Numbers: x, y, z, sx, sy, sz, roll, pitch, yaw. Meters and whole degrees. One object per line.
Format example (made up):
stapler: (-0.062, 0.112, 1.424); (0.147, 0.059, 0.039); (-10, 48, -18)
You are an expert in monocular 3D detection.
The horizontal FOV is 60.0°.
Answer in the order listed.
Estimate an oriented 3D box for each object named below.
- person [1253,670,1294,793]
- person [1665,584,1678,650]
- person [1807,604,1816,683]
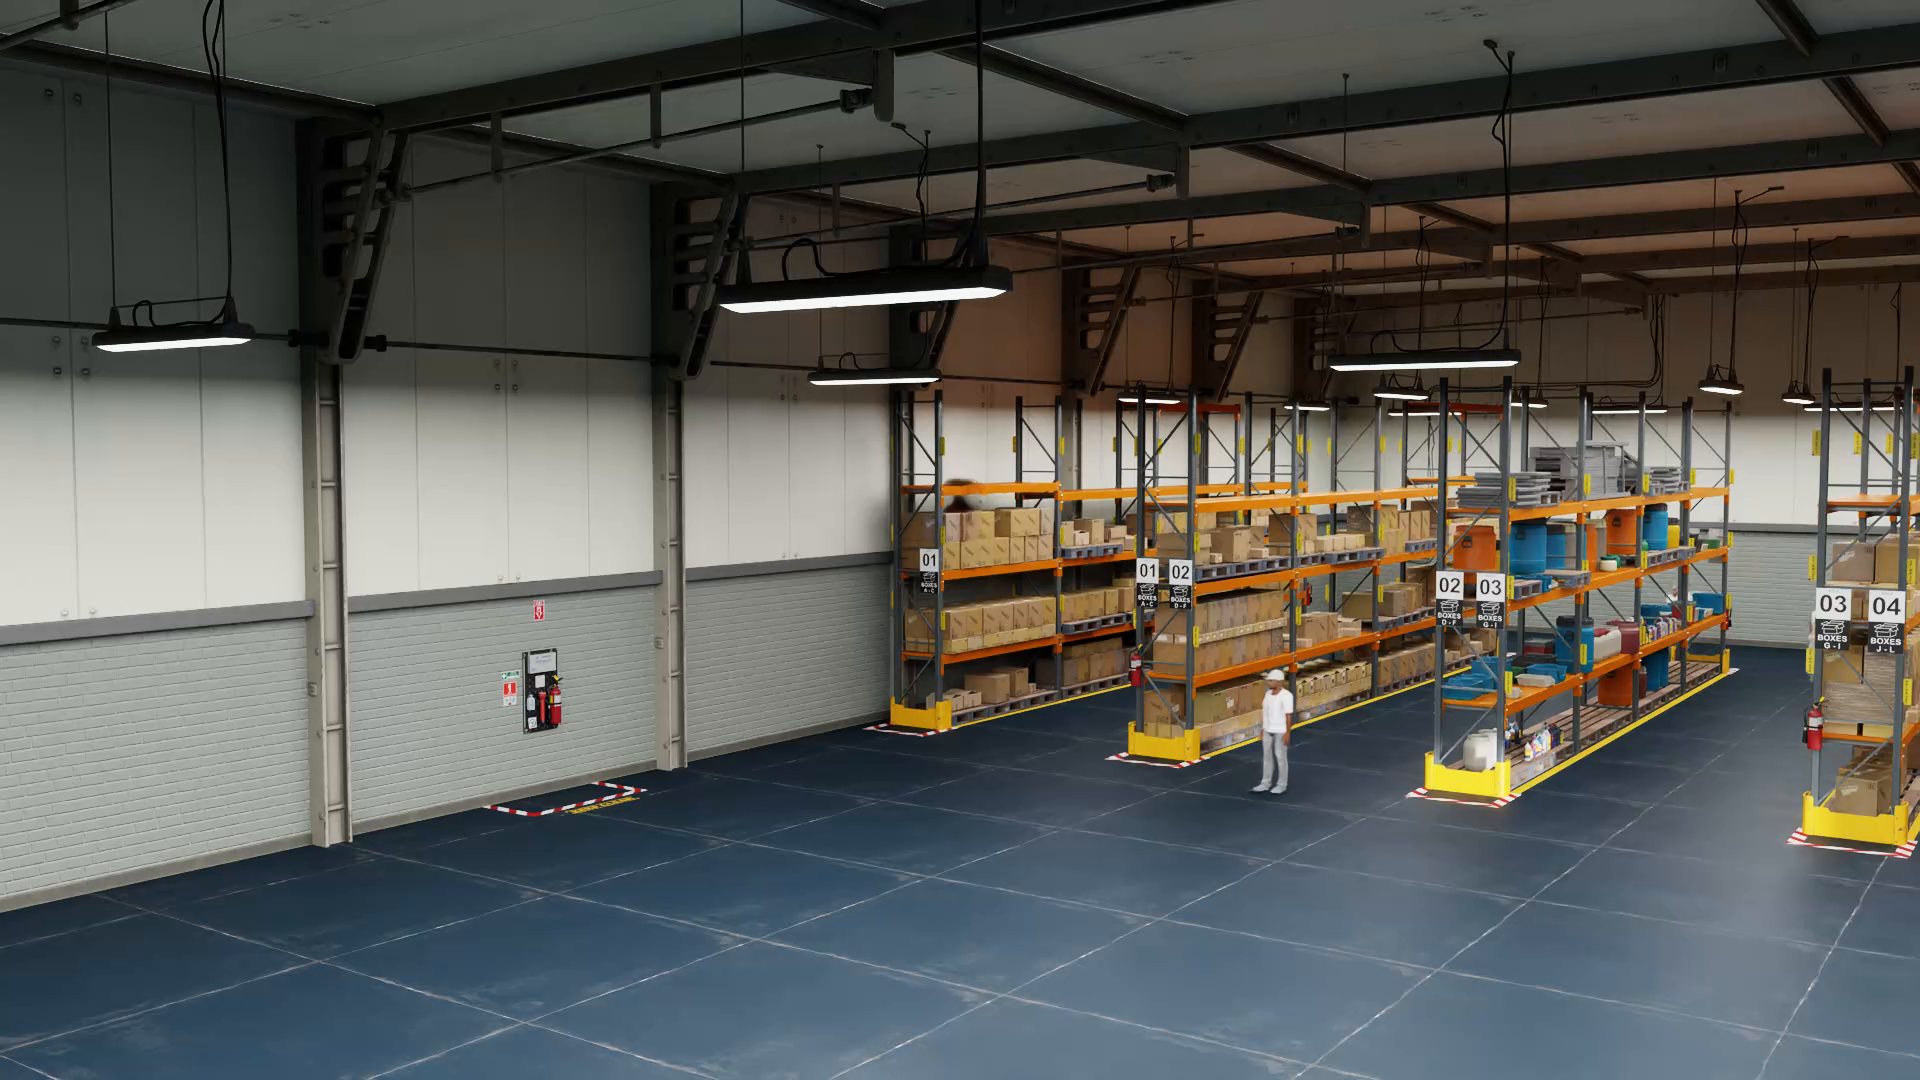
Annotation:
person: (4.523, 2.758, 23.969); (0.440, 1.776, 0.587); (-2, 4, -35)
person: (17.018, 1.897, 39.566); (0.523, 1.709, 1.058); (2, 4, 34)
person: (18.420, 2.157, 35.534); (0.588, 1.766, 0.966); (3, 4, 39)
